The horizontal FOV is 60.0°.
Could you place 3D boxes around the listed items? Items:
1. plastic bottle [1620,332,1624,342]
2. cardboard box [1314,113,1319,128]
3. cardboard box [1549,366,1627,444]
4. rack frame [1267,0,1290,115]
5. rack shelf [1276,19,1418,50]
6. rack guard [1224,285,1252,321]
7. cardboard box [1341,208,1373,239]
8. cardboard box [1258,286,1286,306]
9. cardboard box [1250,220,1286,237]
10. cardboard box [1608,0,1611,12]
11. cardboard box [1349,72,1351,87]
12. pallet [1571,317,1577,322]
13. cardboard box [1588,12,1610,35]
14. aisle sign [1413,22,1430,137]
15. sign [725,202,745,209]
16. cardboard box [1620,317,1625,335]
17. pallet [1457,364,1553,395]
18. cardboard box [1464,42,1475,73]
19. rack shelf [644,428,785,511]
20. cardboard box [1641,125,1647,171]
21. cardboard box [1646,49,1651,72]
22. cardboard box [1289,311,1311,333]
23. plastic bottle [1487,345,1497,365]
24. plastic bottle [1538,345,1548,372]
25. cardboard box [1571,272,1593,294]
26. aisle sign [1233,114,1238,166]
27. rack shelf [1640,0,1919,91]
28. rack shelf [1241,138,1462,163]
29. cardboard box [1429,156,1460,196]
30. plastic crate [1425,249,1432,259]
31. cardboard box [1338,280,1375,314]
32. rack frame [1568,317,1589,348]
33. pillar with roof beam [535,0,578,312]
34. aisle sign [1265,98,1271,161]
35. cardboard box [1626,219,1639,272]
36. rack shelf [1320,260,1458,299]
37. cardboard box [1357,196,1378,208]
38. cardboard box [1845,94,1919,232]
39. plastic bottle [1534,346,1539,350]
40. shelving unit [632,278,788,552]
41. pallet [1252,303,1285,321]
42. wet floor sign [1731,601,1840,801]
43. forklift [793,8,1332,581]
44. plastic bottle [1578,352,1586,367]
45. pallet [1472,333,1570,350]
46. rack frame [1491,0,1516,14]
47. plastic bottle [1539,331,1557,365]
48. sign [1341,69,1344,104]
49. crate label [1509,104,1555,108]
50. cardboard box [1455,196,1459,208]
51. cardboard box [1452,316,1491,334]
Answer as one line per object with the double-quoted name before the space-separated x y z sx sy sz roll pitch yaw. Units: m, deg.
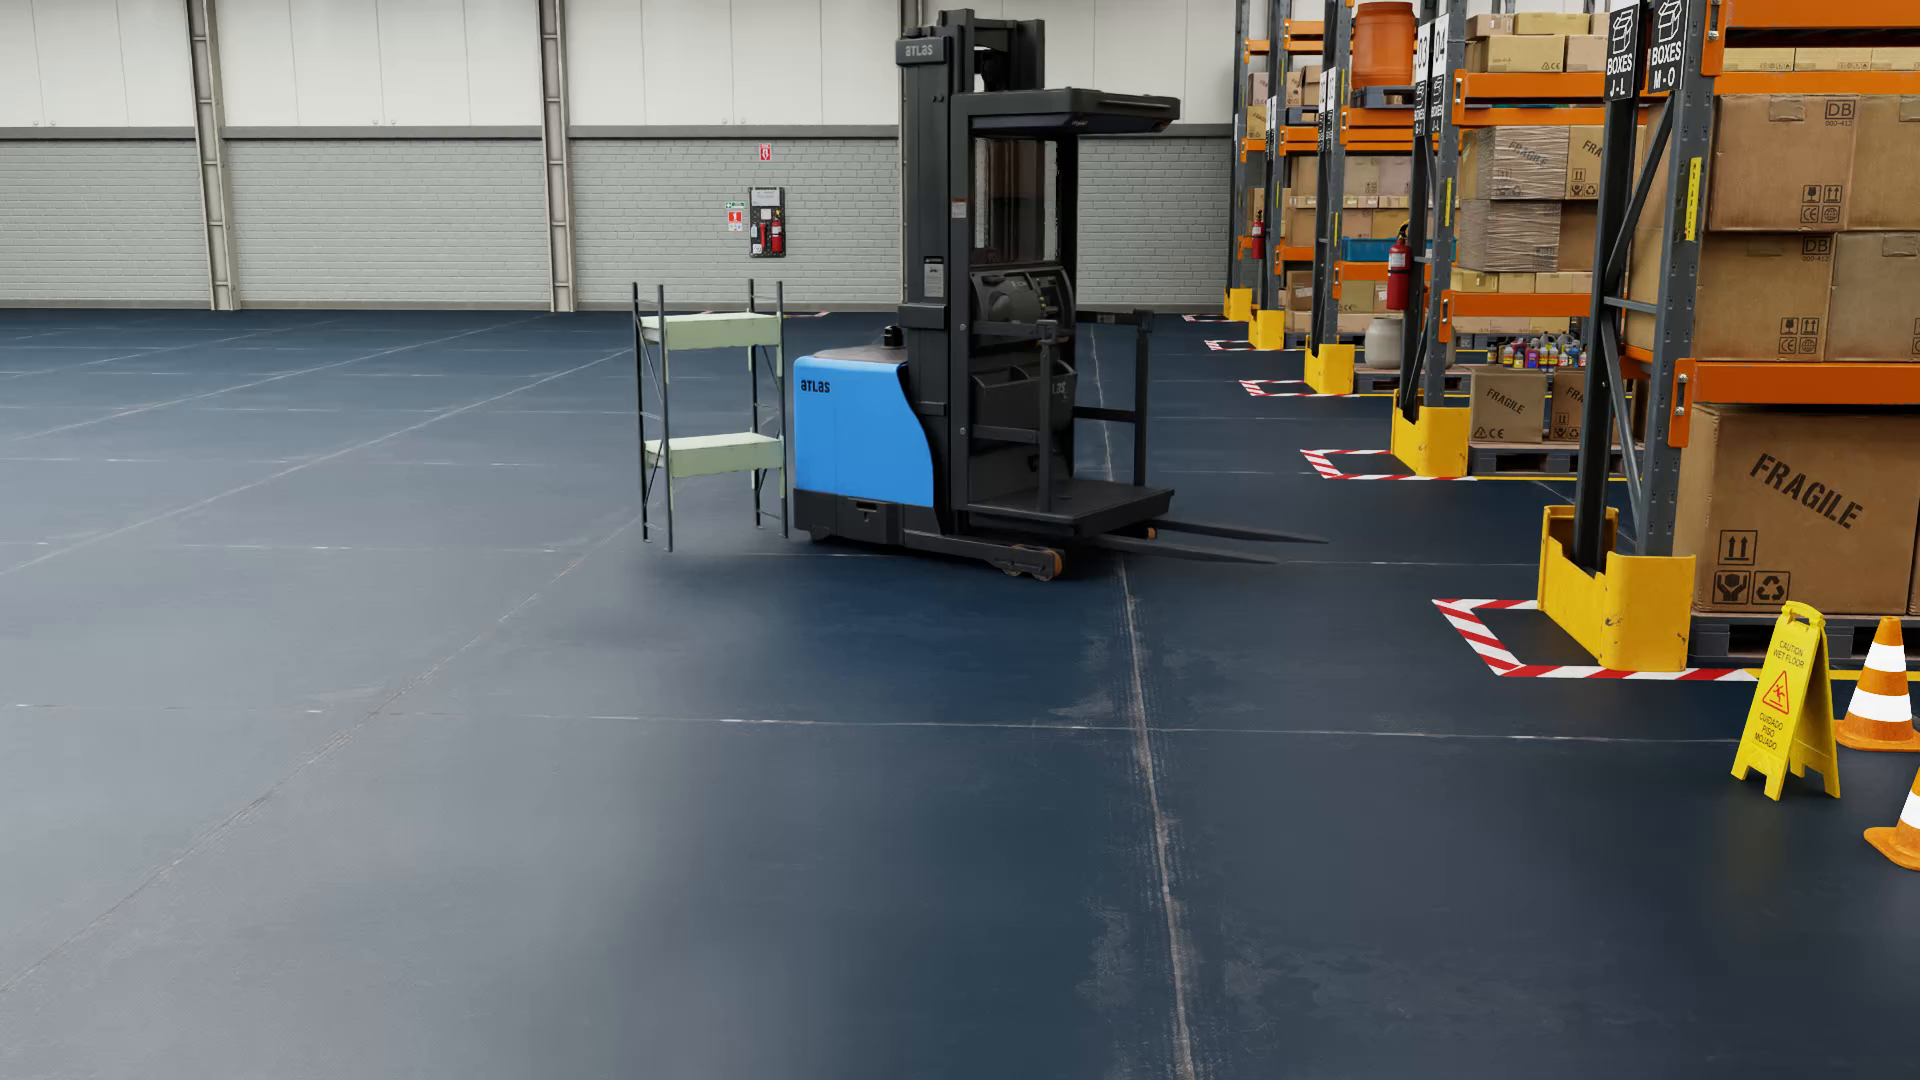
"plastic bottle" 6.974 -2.009 17.441 0.185 0.351 0.144 1 12 5
"cardboard box" 5.792 -6.523 26.009 0.500 0.500 0.500 1 12 6
"cardboard box" 4.651 -1.006 12.332 0.500 0.500 0.500 4 12 19
"rack frame" 4.096 -6.997 21.242 0.127 3.000 1.000 1 12 4
"rack shelf" 6.091 -6.422 21.226 4.000 0.370 1.077 1 12 4
"rack guard" 4.499 -3.849 26.945 0.348 0.500 1.175 1 12 4
"cardboard box" 5.085 -4.095 21.773 0.500 0.500 0.700 1 12 5
"cardboard box" 5.107 -3.944 26.791 0.500 0.311 0.500 -1 12 -3
"cardboard box" 4.889 -4.938 26.365 0.500 0.250 0.500 0 12 2
"cardboard box" 4.993 -3.975 11.928 0.500 0.500 0.500 1 12 4
"cardboard box" 5.800 -7.013 25.905 0.500 0.500 0.500 1 12 5
"pallet" 9.191 -3.643 26.669 1.213 0.211 1.003 1 12 4
"cardboard box" 4.469 -3.556 11.510 0.250 0.149 0.380 1 12 6
"aisle sign" 3.388 -3.372 12.212 0.004 0.787 0.394 1 12 4
"sign" -3.811 -5.668 28.154 0.331 0.109 0.001 1 12 4
"cardboard box" 8.473 -2.810 21.565 0.500 0.250 0.500 1 12 2
"pallet" 5.864 -1.663 17.204 1.213 0.211 1.003 1 12 4
"cardboard box" 3.928 -3.477 12.106 0.500 0.250 0.500 1 12 5
"rack shelf" -1.442 -0.421 9.709 0.720 0.370 0.431 -8 14 -33
"cardboard box" 4.958 -2.643 11.665 0.500 0.500 0.500 1 12 4
"cardboard box" 4.902 -3.359 11.542 0.500 0.250 0.500 1 12 4
"cardboard box" 4.616 -2.868 21.842 0.500 0.250 0.500 1 12 4
"plastic bottle" 5.623 -1.959 17.568 0.097 0.201 0.097 0 12 0
"plastic bottle" 5.891 -1.836 16.808 0.097 0.271 0.097 0 12 0
"cardboard box" 4.446 -1.849 11.894 0.250 0.149 0.380 1 12 4
"aisle sign" 4.331 -6.285 26.140 0.004 0.787 0.394 1 12 4
"rack shelf" 4.993 -2.114 6.980 4.000 0.370 1.077 1 12 4
"rack shelf" 6.418 -6.162 26.330 4.000 0.370 1.077 1 12 4
"cardboard box" 6.141 -4.716 21.573 0.500 0.500 0.700 1 12 4
"plastic crate" 4.632 -2.842 16.673 0.250 0.136 0.298 1 12 4
"cardboard box" 5.115 -3.229 21.735 0.500 0.500 0.500 1 12 4
"rack frame" 8.087 -4.006 21.594 0.127 3.000 1.000 1 12 4
"pillar with roof beam" -7.082 -7.461 23.459 0.400 9.000 9.100 1 12 4
"aisle sign" 4.050 -5.394 21.881 0.004 0.787 0.394 1 12 4
"cardboard box" 4.980 -2.221 12.088 0.500 0.500 0.875 1 12 4
"rack shelf" 5.756 -2.670 16.961 4.000 0.370 1.077 1 12 4
"cardboard box" 5.237 -4.367 21.492 0.250 0.149 0.380 1 12 3
"cardboard box" 3.920 -1.626 7.210 0.550 0.550 0.875 1 12 4
"plastic bottle" 6.021 -1.923 17.393 0.097 0.201 0.097 0 12 0
"shelving unit" -1.442 -0.741 9.643 0.755 1.500 0.431 -8 14 -33
"pallet" 5.307 -3.689 26.887 1.213 0.211 1.003 1 12 4
"wet floor sign" 2.836 0.531 5.653 0.232 0.644 0.267 -1 12 -6
"forklift" 0.519 -1.341 9.020 3.031 2.935 1.130 8 14 35
"plastic bottle" 6.295 -1.796 16.788 0.097 0.201 0.097 0 12 0
"pallet" 7.296 -2.661 21.973 1.213 0.211 1.003 1 12 4
"rack frame" 8.414 -7.955 25.818 0.127 3.000 1.000 1 12 4
"plastic bottle" 6.176 -2.020 17.494 0.185 0.351 0.144 1 12 6
"sign" 3.720 -4.409 16.174 0.005 0.325 0.100 1 12 4
"crate label" 5.606 -4.351 16.282 0.408 0.251 0.502 1 12 4
"cardboard box" 6.269 -4.353 21.425 0.250 0.149 0.380 1 12 6
"cardboard box" 6.611 -2.840 21.710 0.500 0.250 0.500 1 12 4
